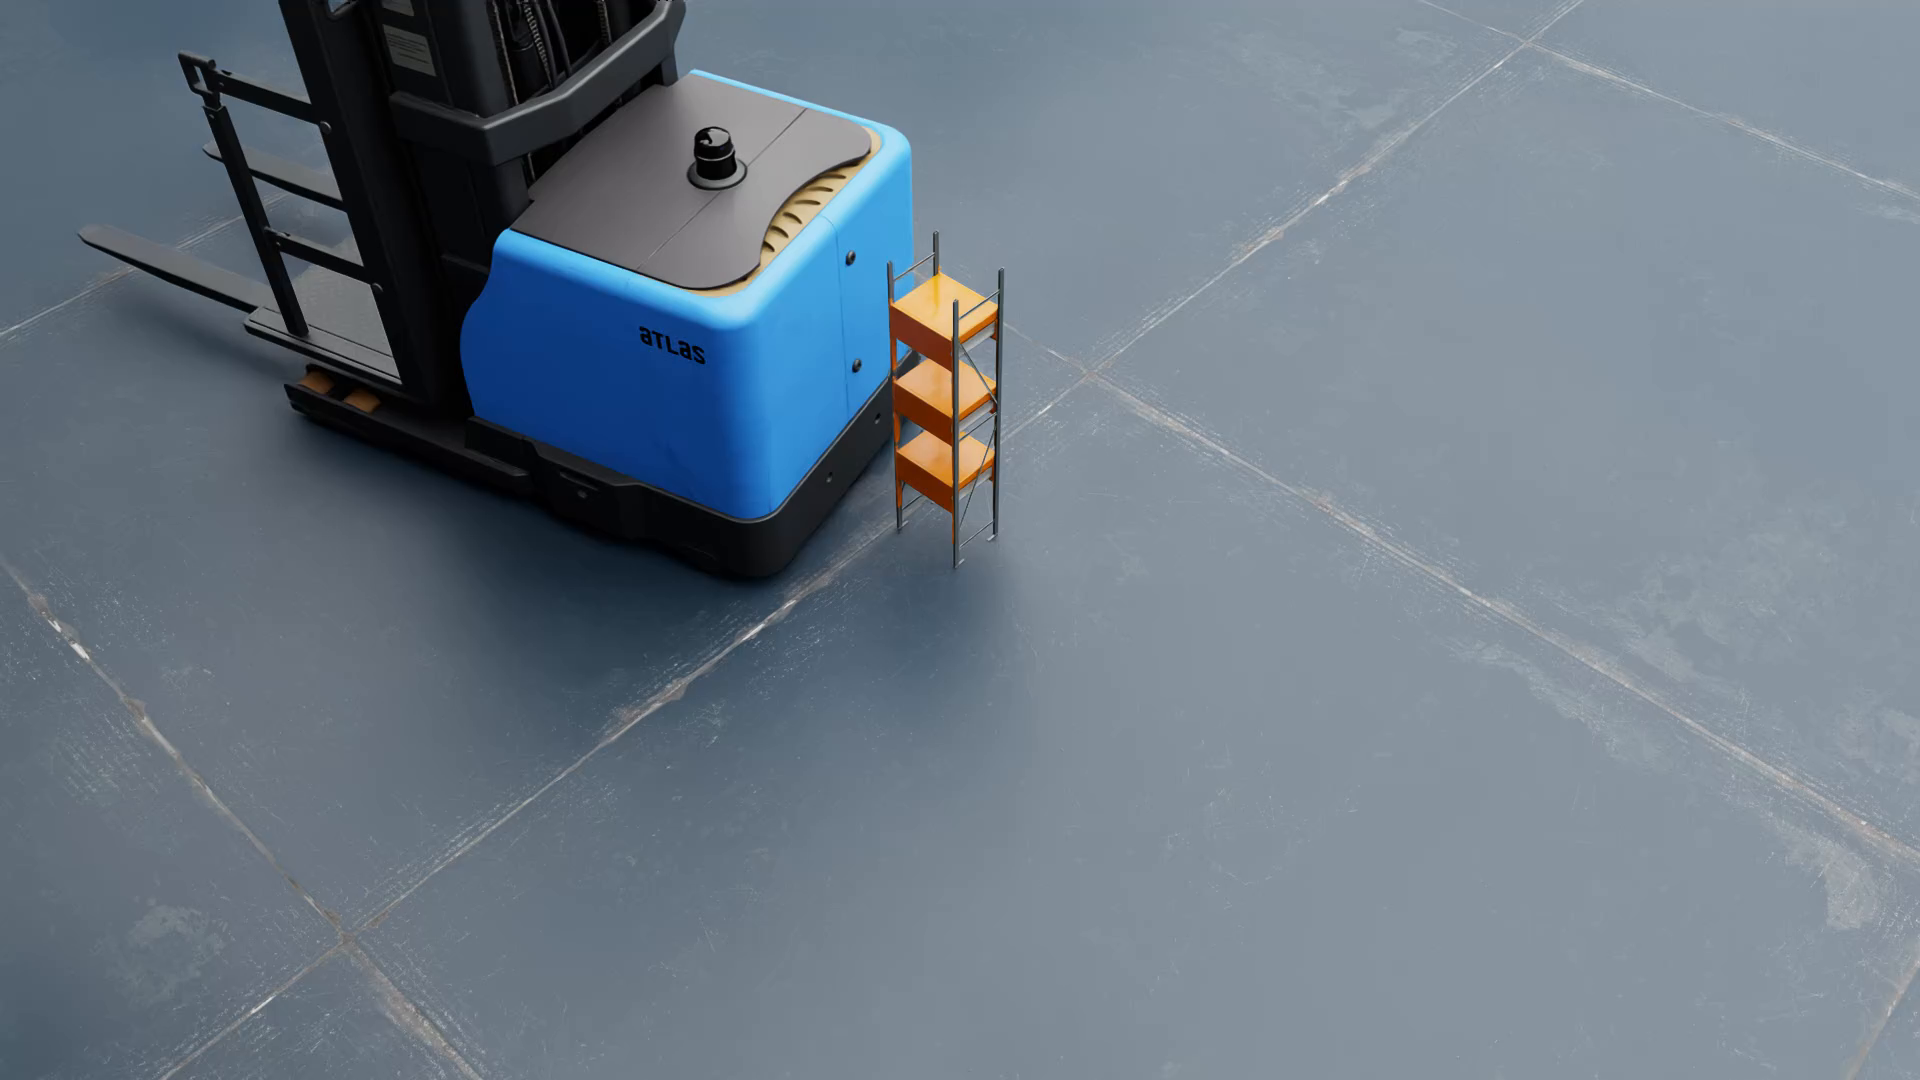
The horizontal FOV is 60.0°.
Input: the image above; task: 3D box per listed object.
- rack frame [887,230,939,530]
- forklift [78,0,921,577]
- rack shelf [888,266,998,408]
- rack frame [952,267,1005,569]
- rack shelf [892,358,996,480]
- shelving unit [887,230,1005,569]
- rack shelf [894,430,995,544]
[{"bbox_3d":[-0.129,-0.446,4.949,0.008,1.050,0.200,34,55,28],"label":"rack frame"},{"bbox_3d":[-1.679,-1.661,4.799,3.031,2.935,1.130,21,50,18],"label":"forklift"},{"bbox_3d":[-0.039,-0.573,4.693,0.240,0.259,0.215,34,55,28],"label":"rack shelf"},{"bbox_3d":[0.050,-0.325,4.835,0.008,1.050,0.200,34,55,28],"label":"rack frame"},{"bbox_3d":[-0.039,-0.379,4.900,0.240,0.259,0.215,34,55,28],"label":"rack shelf"},{"bbox_3d":[-0.039,-0.386,4.892,0.252,1.050,0.215,34,55,28],"label":"shelving unit"},{"bbox_3d":[-0.039,-0.188,5.102,0.240,0.259,0.215,34,55,28],"label":"rack shelf"}]
